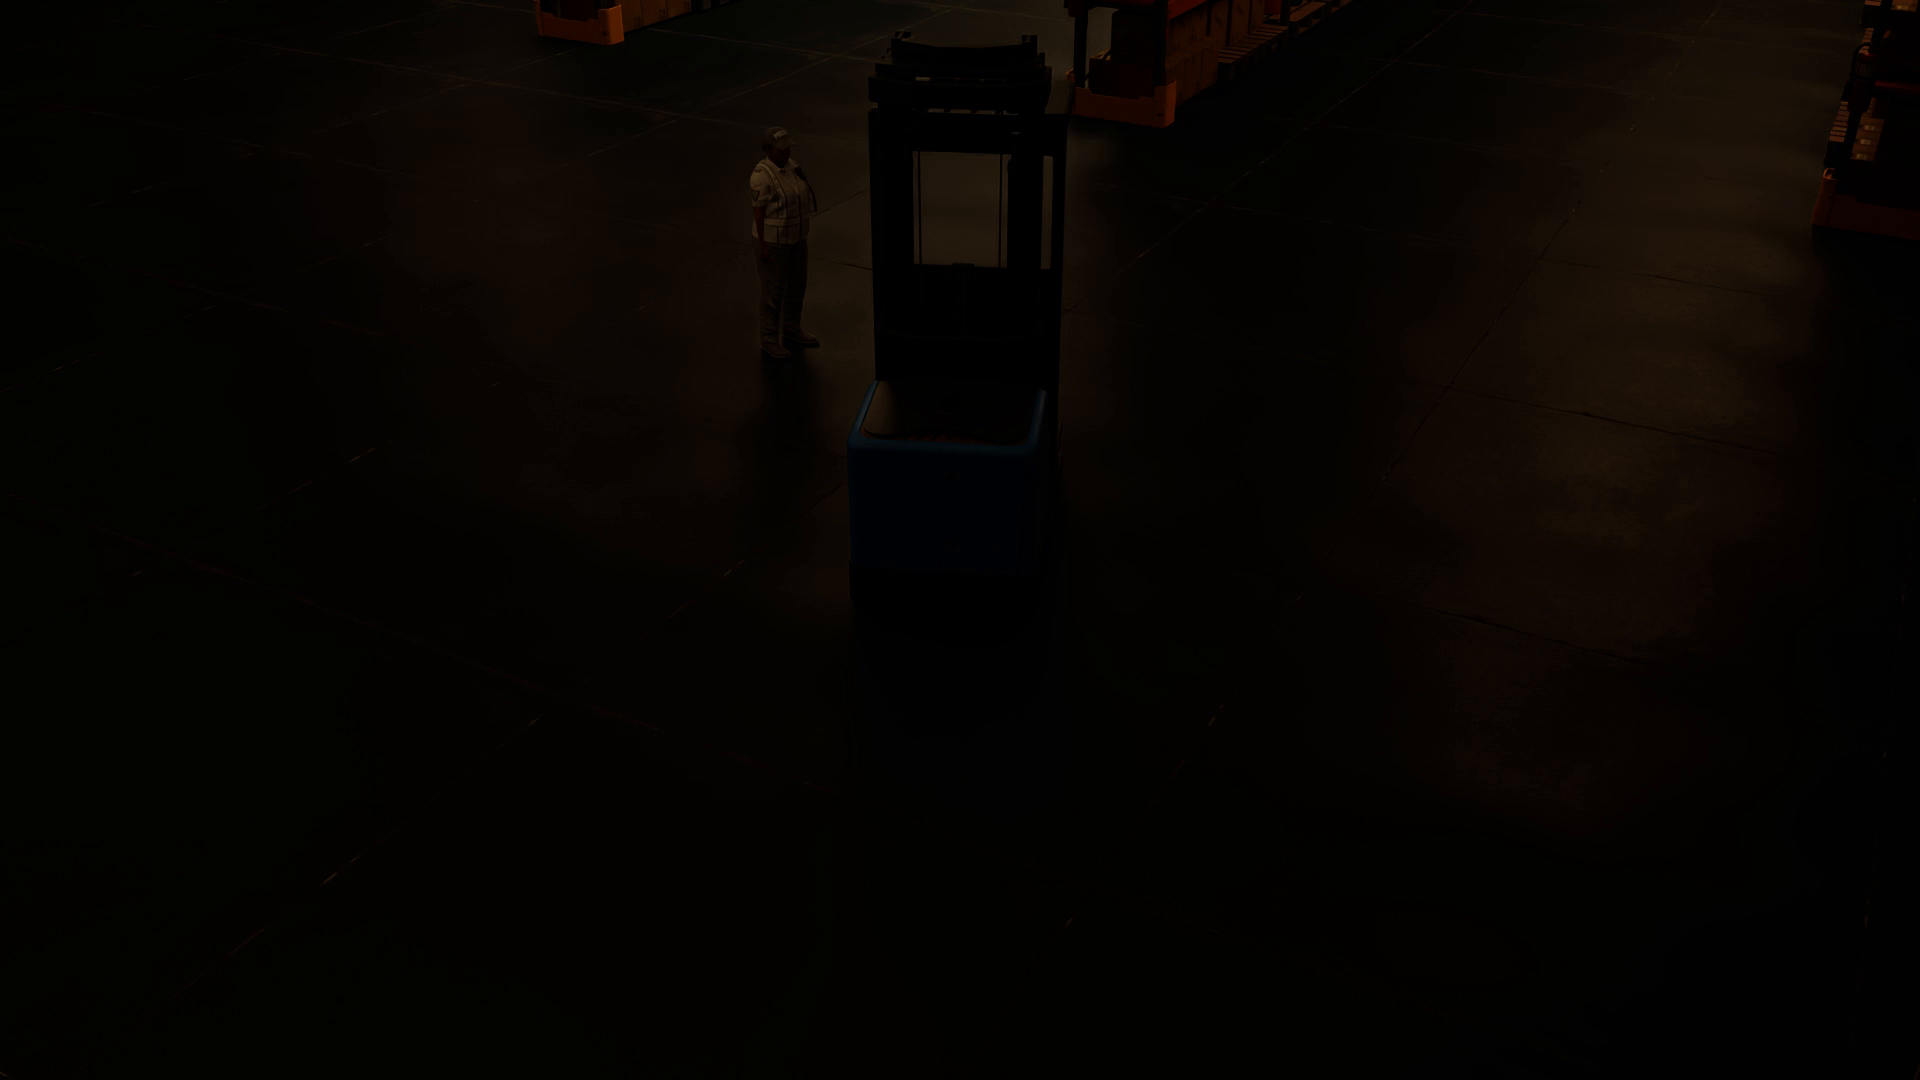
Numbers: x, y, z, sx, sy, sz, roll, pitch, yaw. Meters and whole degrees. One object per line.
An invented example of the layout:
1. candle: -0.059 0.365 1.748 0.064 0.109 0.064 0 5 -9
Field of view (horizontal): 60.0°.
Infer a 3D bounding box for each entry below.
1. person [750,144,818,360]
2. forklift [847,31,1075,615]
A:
1. person: -1.296 -2.091 12.180 0.389 1.452 0.482 18 35 28
2. forklift: 0.072 -1.572 9.794 1.130 2.935 3.031 3 30 6
